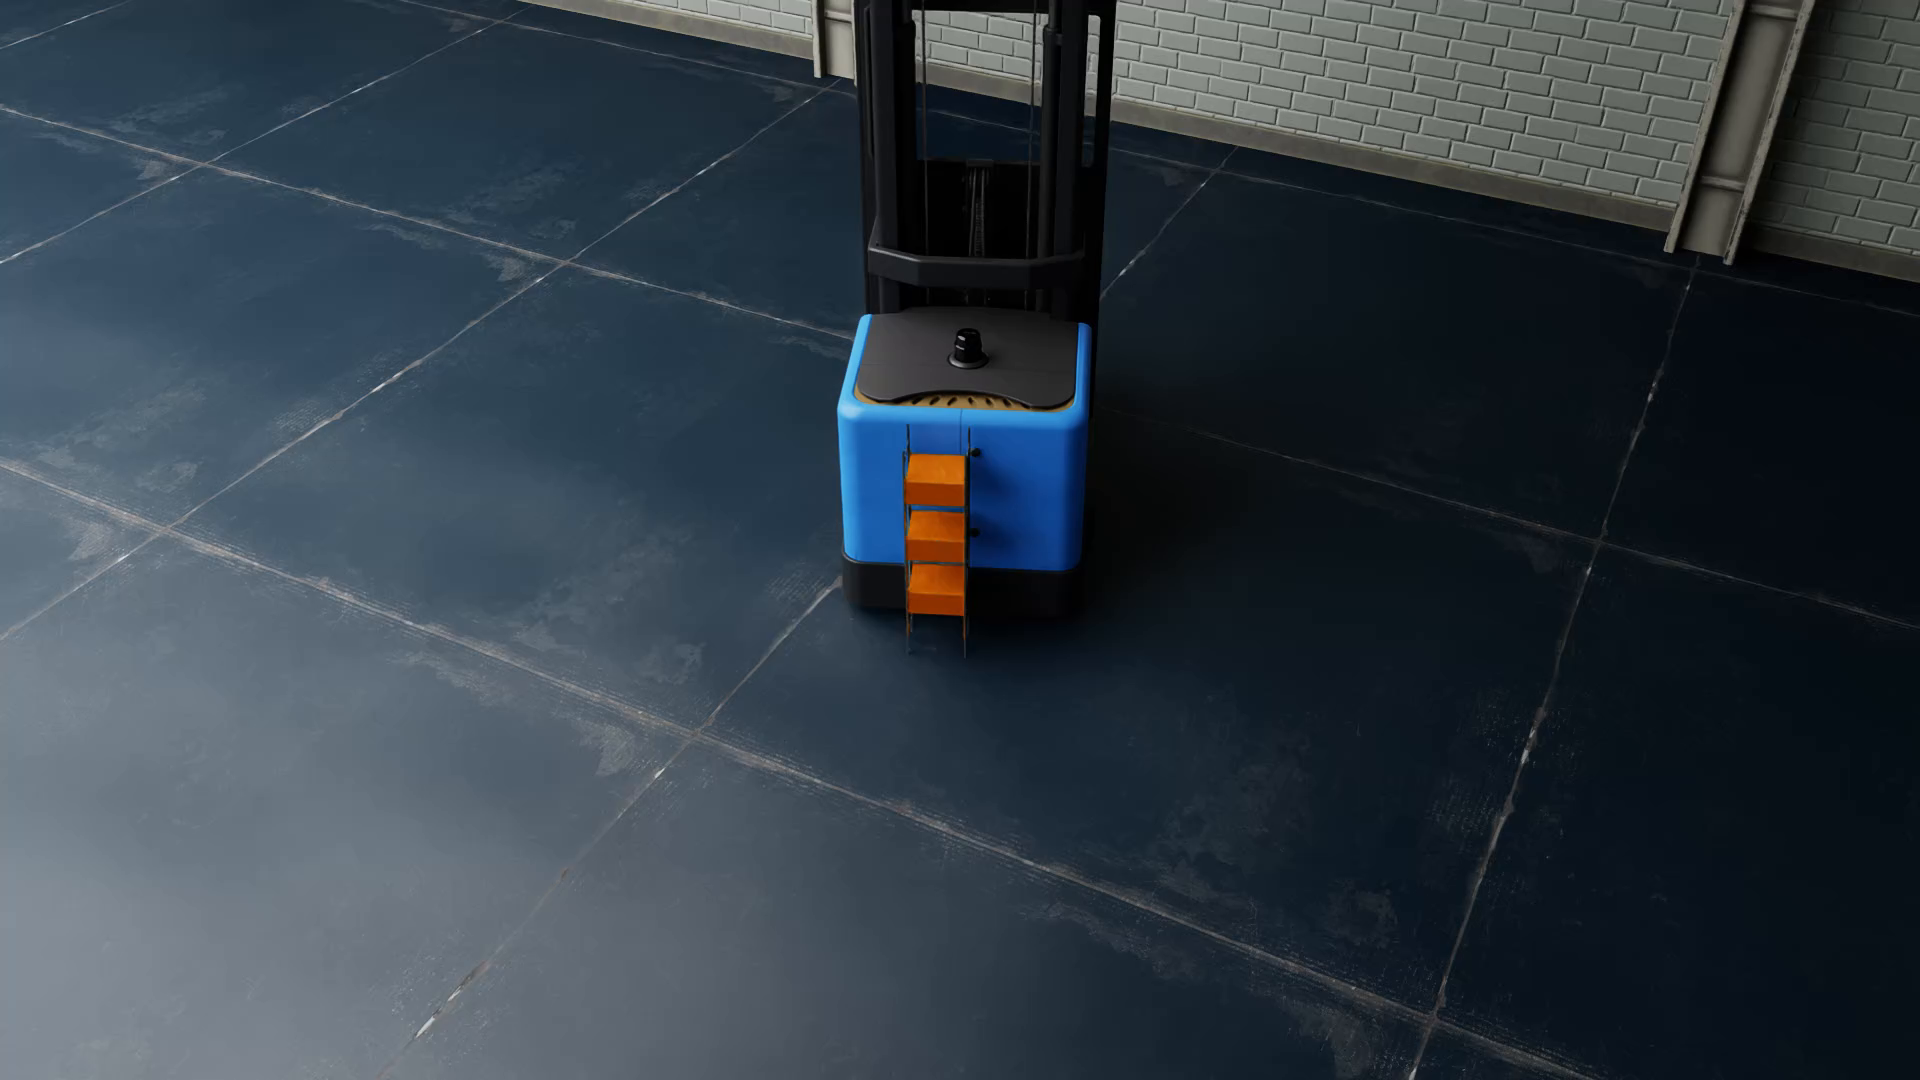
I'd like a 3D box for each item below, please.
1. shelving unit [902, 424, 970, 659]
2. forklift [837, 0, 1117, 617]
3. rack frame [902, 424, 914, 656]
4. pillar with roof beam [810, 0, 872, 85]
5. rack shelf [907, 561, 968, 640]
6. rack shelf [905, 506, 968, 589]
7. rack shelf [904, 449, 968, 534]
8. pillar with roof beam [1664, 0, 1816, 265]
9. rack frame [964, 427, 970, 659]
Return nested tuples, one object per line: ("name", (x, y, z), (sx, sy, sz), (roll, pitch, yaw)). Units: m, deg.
("shelving unit", (-0.092, 0.022, 6.852), (0.252, 1.050, 0.215), (3, 37, 4))
("forklift", (0.123, -1.710, 7.579), (1.130, 2.935, 3.031), (3, 37, 4))
("rack frame", (-0.214, 0.016, 6.860), (0.008, 1.050, 0.200), (3, 37, 4))
("pillar with roof beam", (-2.809, -4.715, 6.518), (0.400, 9.000, 9.100), (17, 41, 21))
("rack shelf", (-0.092, 0.252, 7.027), (0.240, 0.259, 0.215), (3, 37, 4))
("rack shelf", (-0.092, 0.031, 6.859), (0.240, 0.259, 0.215), (3, 37, 4))
("rack shelf", (-0.092, -0.195, 6.687), (0.240, 0.259, 0.215), (3, 37, 4))
("pillar with roof beam", (2.519, -3.046, 4.321), (0.400, 9.000, 9.100), (17, 41, 21))
("rack frame", (0.029, 0.028, 6.845), (0.008, 1.050, 0.200), (3, 37, 4))
